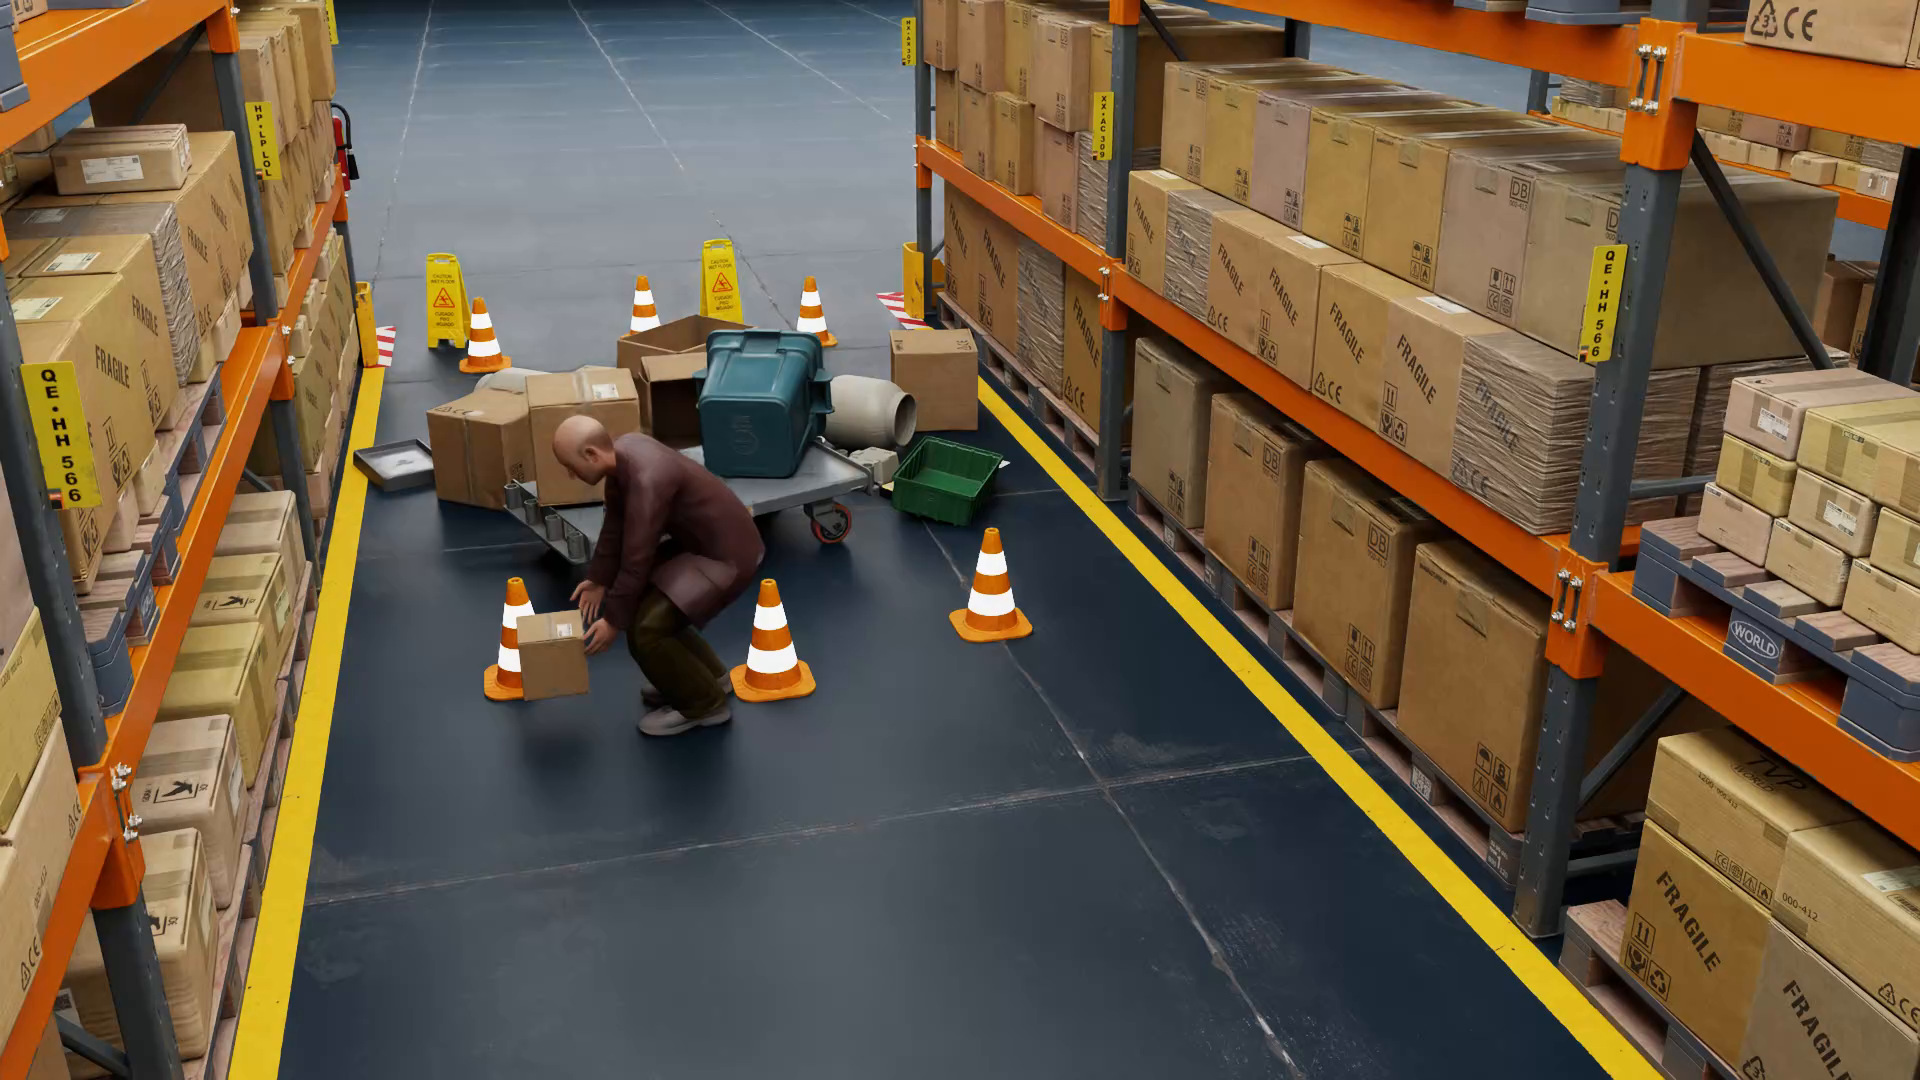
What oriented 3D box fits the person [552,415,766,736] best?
[{"bbox_3d":[-1.138,0.111,6.465,0.775,1.306,0.632,-6,23,-14],"label":"person"}]
